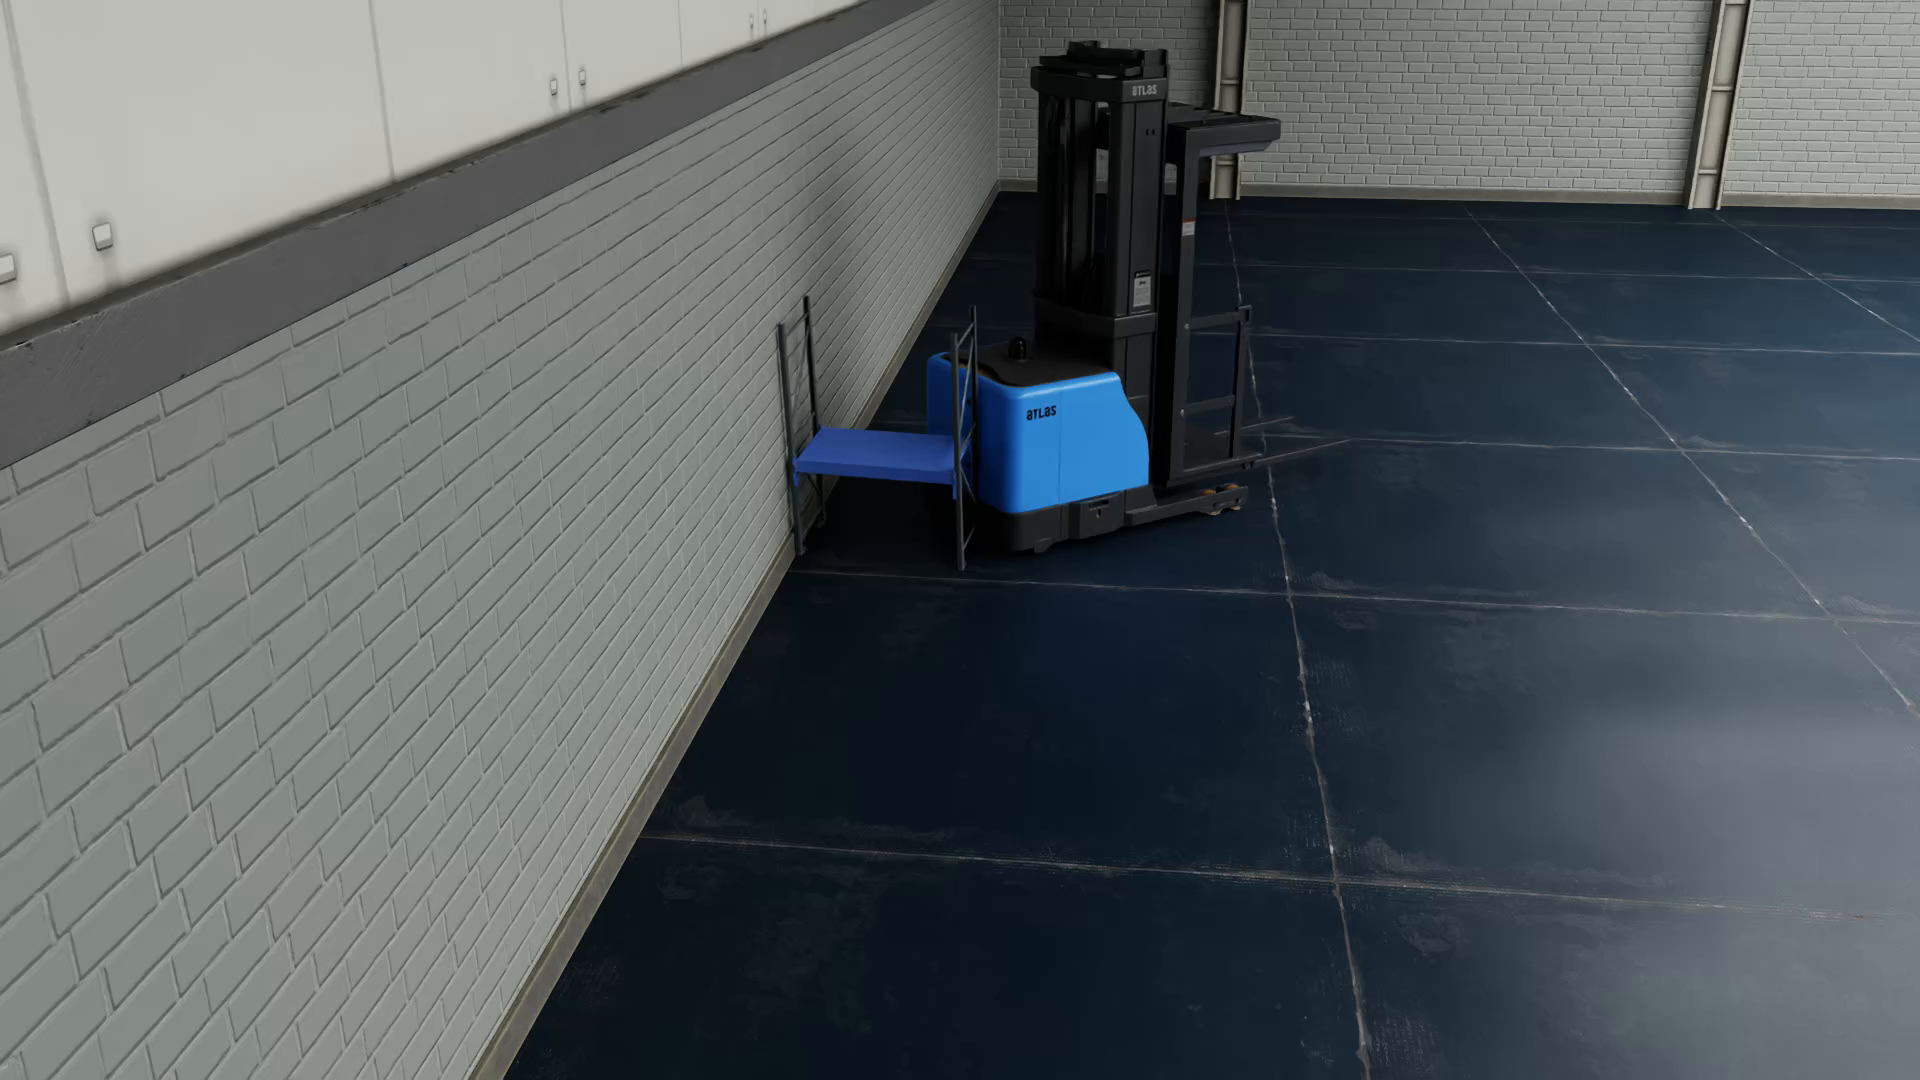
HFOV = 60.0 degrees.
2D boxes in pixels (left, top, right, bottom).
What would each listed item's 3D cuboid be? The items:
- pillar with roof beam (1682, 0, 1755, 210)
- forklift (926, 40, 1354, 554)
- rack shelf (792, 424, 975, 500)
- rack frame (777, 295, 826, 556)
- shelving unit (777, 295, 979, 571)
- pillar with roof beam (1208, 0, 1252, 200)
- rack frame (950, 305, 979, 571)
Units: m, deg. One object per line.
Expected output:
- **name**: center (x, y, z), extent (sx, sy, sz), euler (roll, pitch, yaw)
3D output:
- **pillar with roof beam**: center (8.915, -6.851, 15.528), extent (0.400, 9.000, 9.100), euler (2, 22, 6)
- **forklift**: center (1.297, -1.671, 10.681), extent (3.031, 2.935, 1.130), euler (-13, 25, -30)
- **rack shelf**: center (-0.450, -0.477, 10.020), extent (1.000, 0.185, 0.538), euler (5, 28, 13)
- **rack frame**: center (-0.948, -0.680, 10.049), extent (0.032, 1.500, 0.500), euler (5, 28, 13)
- **shelving unit**: center (-0.455, -0.636, 9.936), extent (1.048, 1.500, 0.538), euler (5, 28, 13)
- **pillar with roof beam**: center (2.957, -7.110, 16.185), extent (0.400, 9.000, 9.100), euler (2, 22, 6)
- **rack frame**: center (0.039, -0.593, 9.823), extent (0.032, 1.500, 0.500), euler (5, 28, 13)
